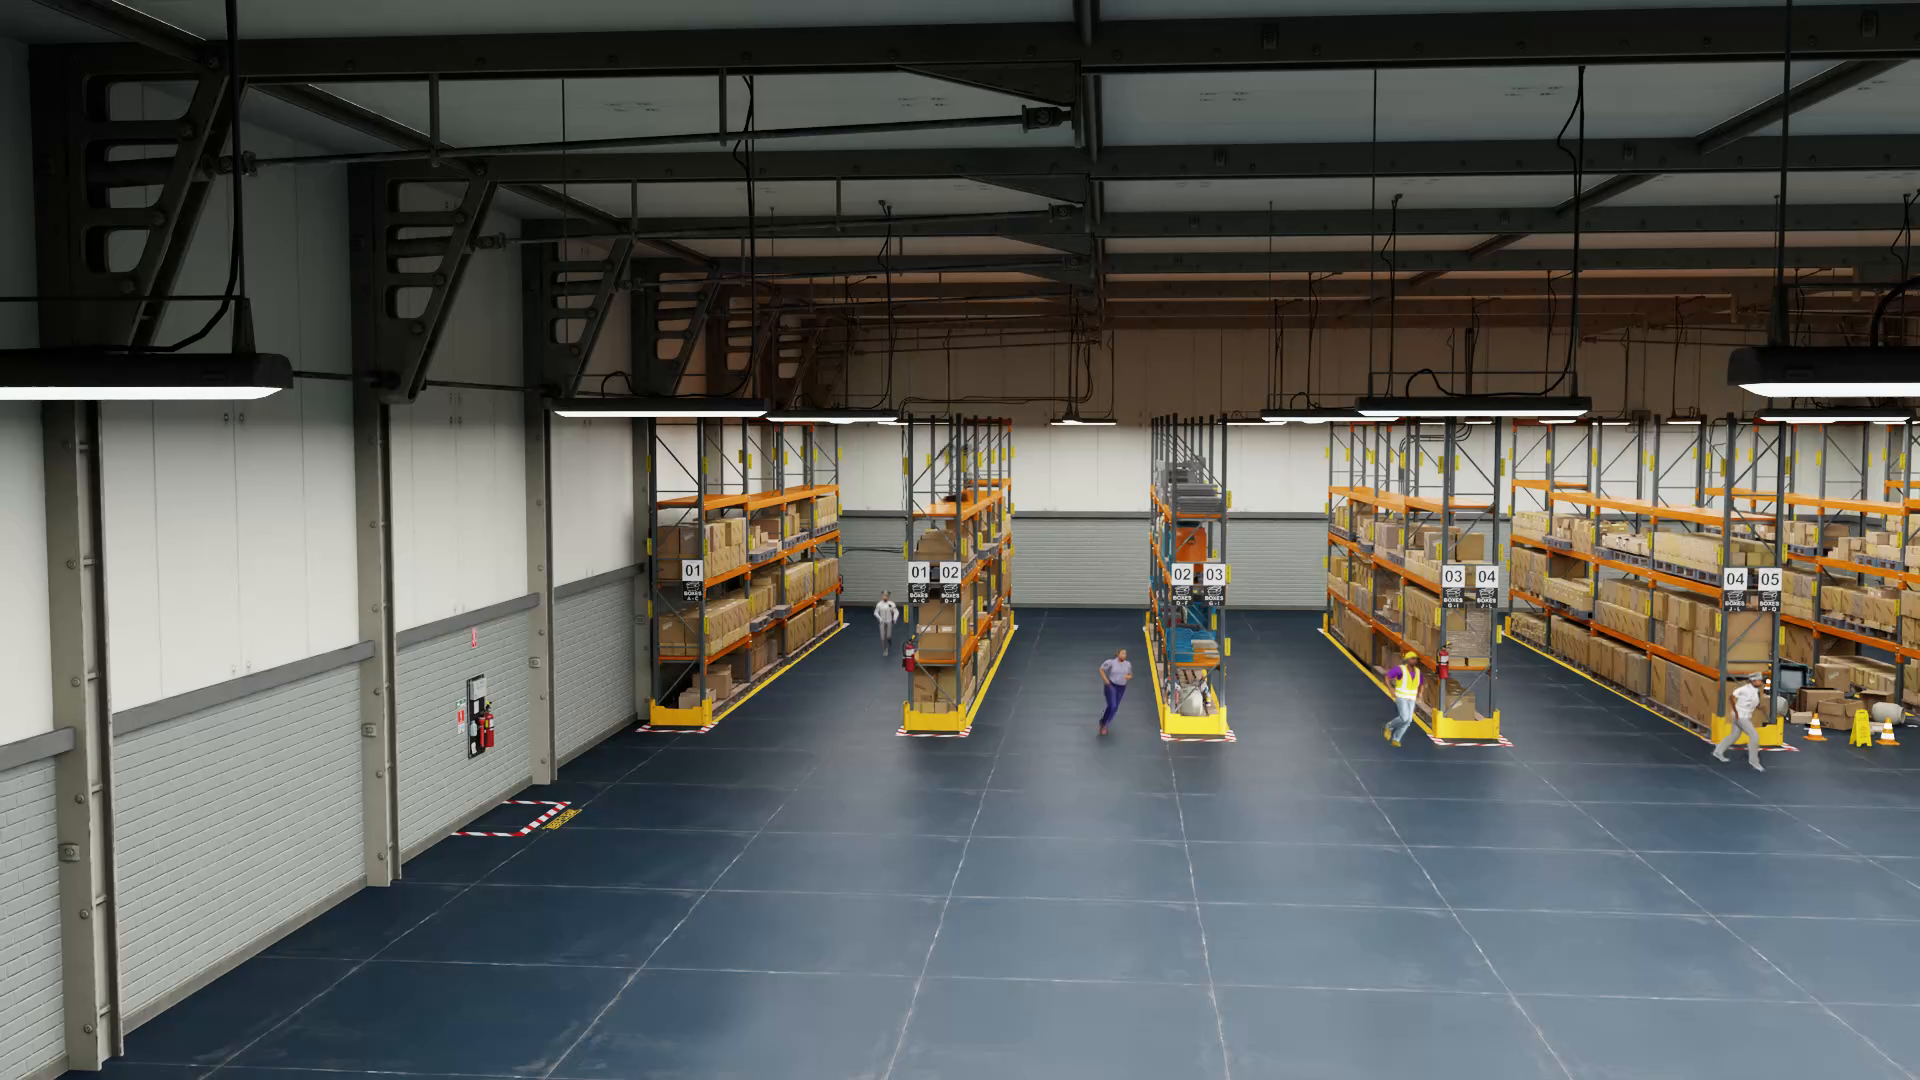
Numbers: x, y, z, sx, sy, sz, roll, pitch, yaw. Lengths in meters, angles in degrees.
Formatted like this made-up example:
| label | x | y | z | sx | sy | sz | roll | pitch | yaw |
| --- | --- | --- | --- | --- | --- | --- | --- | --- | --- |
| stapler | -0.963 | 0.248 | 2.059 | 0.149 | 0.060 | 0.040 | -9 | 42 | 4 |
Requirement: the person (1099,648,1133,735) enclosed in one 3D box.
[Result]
| label | x | y | z | sx | sy | sz | roll | pitch | yaw |
| --- | --- | --- | --- | --- | --- | --- | --- | --- | --- |
| person | 2.899 | 2.833 | 31.309 | 0.729 | 1.633 | 0.646 | -2 | 4 | -24 |

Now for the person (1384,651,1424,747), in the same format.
| label | x | y | z | sx | sy | sz | roll | pitch | yaw |
| --- | --- | --- | --- | --- | --- | --- | --- | --- | --- |
| person | 8.066 | 2.835 | 29.985 | 0.734 | 1.655 | 0.509 | -1 | 4 | -20 |

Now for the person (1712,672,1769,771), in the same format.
| label | x | y | z | sx | sy | sz | roll | pitch | yaw |
| --- | --- | --- | --- | --- | --- | --- | --- | --- | --- |
| person | 13.160 | 3.028 | 28.061 | 0.879 | 1.673 | 0.571 | 4 | 5 | 44 |

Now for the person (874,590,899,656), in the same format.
| label | x | y | z | sx | sy | sz | roll | pitch | yaw |
| --- | --- | --- | --- | --- | --- | --- | --- | --- | --- |
| person | -1.862 | 2.089 | 41.846 | 0.612 | 1.658 | 0.509 | 0 | 4 | 3 |
